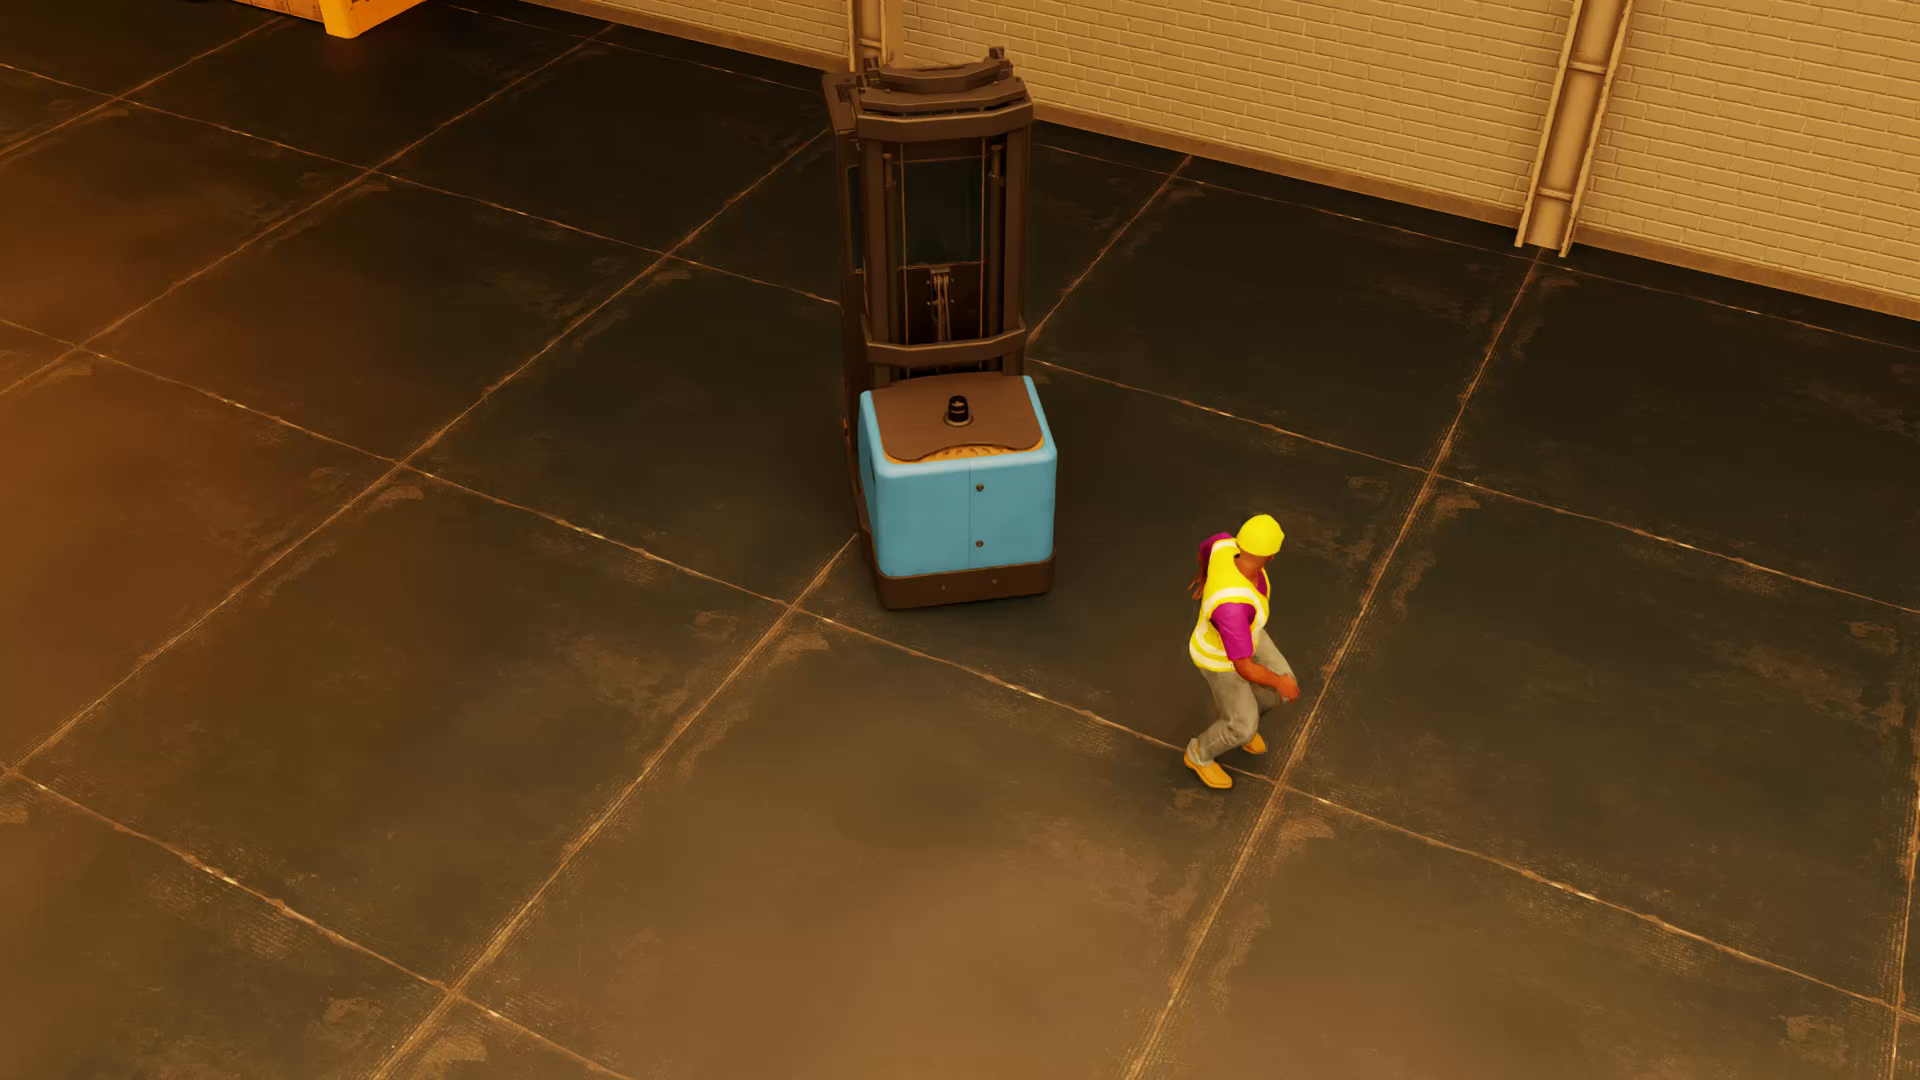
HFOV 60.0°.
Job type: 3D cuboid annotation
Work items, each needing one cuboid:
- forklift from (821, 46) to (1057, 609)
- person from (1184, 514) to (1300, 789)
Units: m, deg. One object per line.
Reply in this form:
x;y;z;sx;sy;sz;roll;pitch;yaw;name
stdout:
-0.194;-1.670;9.969;1.130;2.935;3.031;-6;40;-7;forklift
1.384;0.544;8.327;0.753;1.712;0.753;18;43;20;person
